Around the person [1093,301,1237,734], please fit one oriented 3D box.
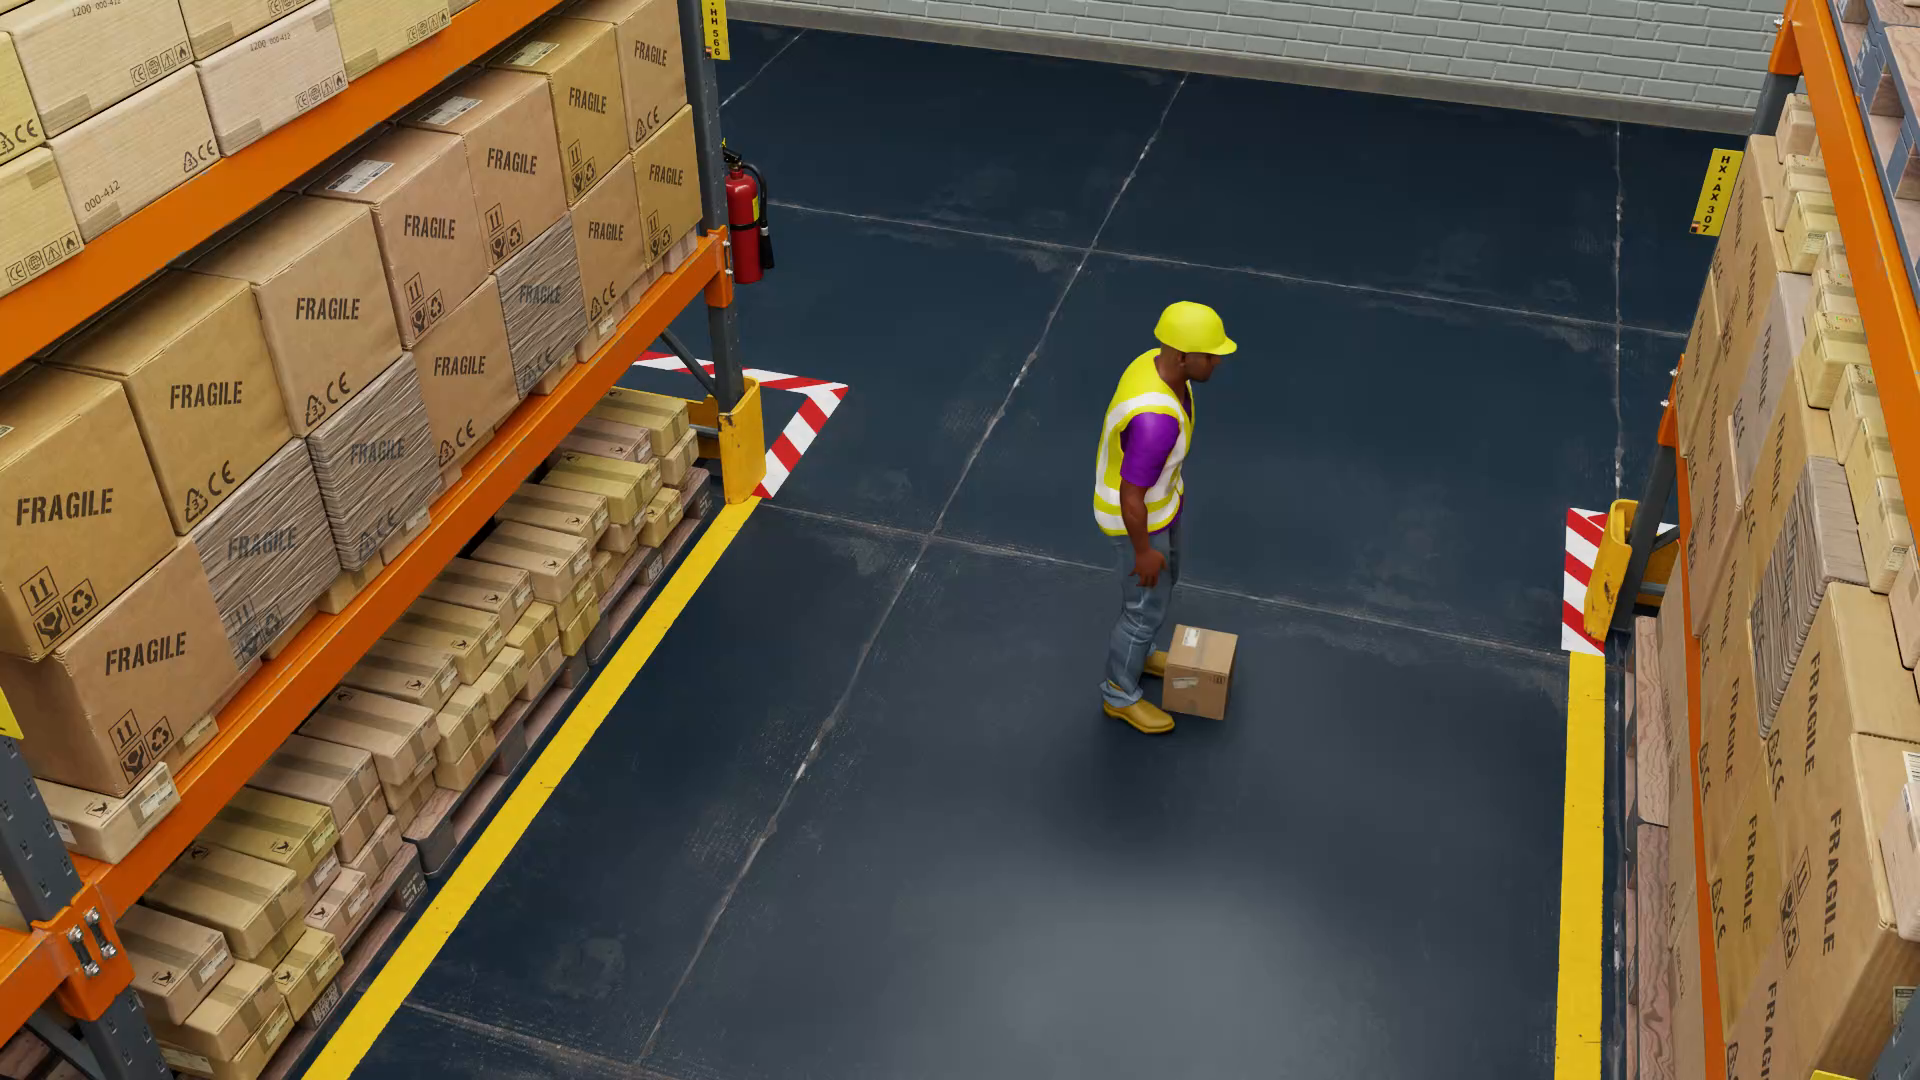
[{"bbox_3d":[0.738,-0.107,6.281,0.462,1.755,0.622,9,38,12],"label":"person"}]
